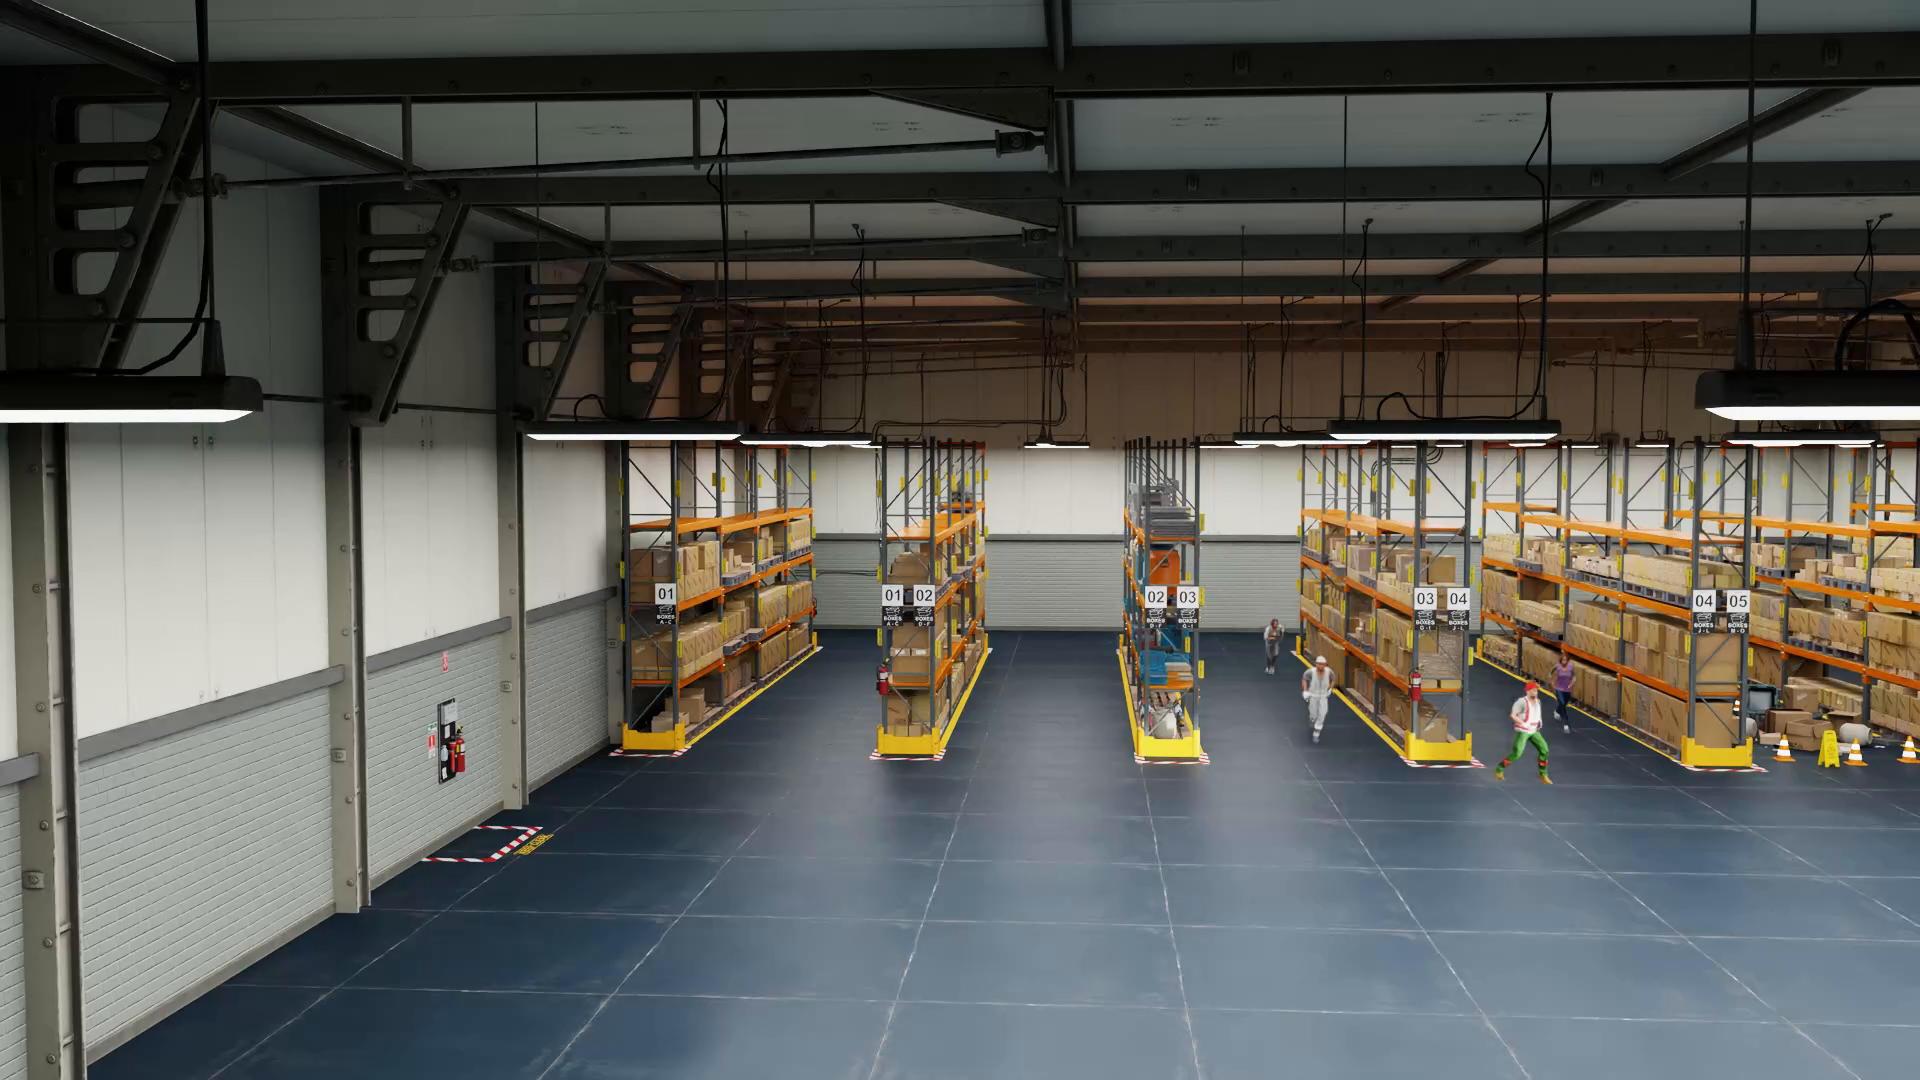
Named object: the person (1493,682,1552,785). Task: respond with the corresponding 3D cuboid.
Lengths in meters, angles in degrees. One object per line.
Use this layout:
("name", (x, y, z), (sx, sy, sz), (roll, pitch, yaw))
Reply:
("person", (9.739, 3.323, 28.648), (0.896, 1.773, 0.753), (-2, 4, -30))

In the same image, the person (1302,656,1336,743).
("person", (7.096, 3.125, 32.933), (0.657, 1.719, 0.886), (0, 3, -1))

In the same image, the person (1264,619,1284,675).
("person", (8.018, 2.715, 42.521), (0.575, 1.464, 0.888), (0, 3, -3))

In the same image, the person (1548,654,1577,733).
("person", (12.387, 3.115, 34.204), (0.539, 1.577, 1.002), (0, 3, 6))
